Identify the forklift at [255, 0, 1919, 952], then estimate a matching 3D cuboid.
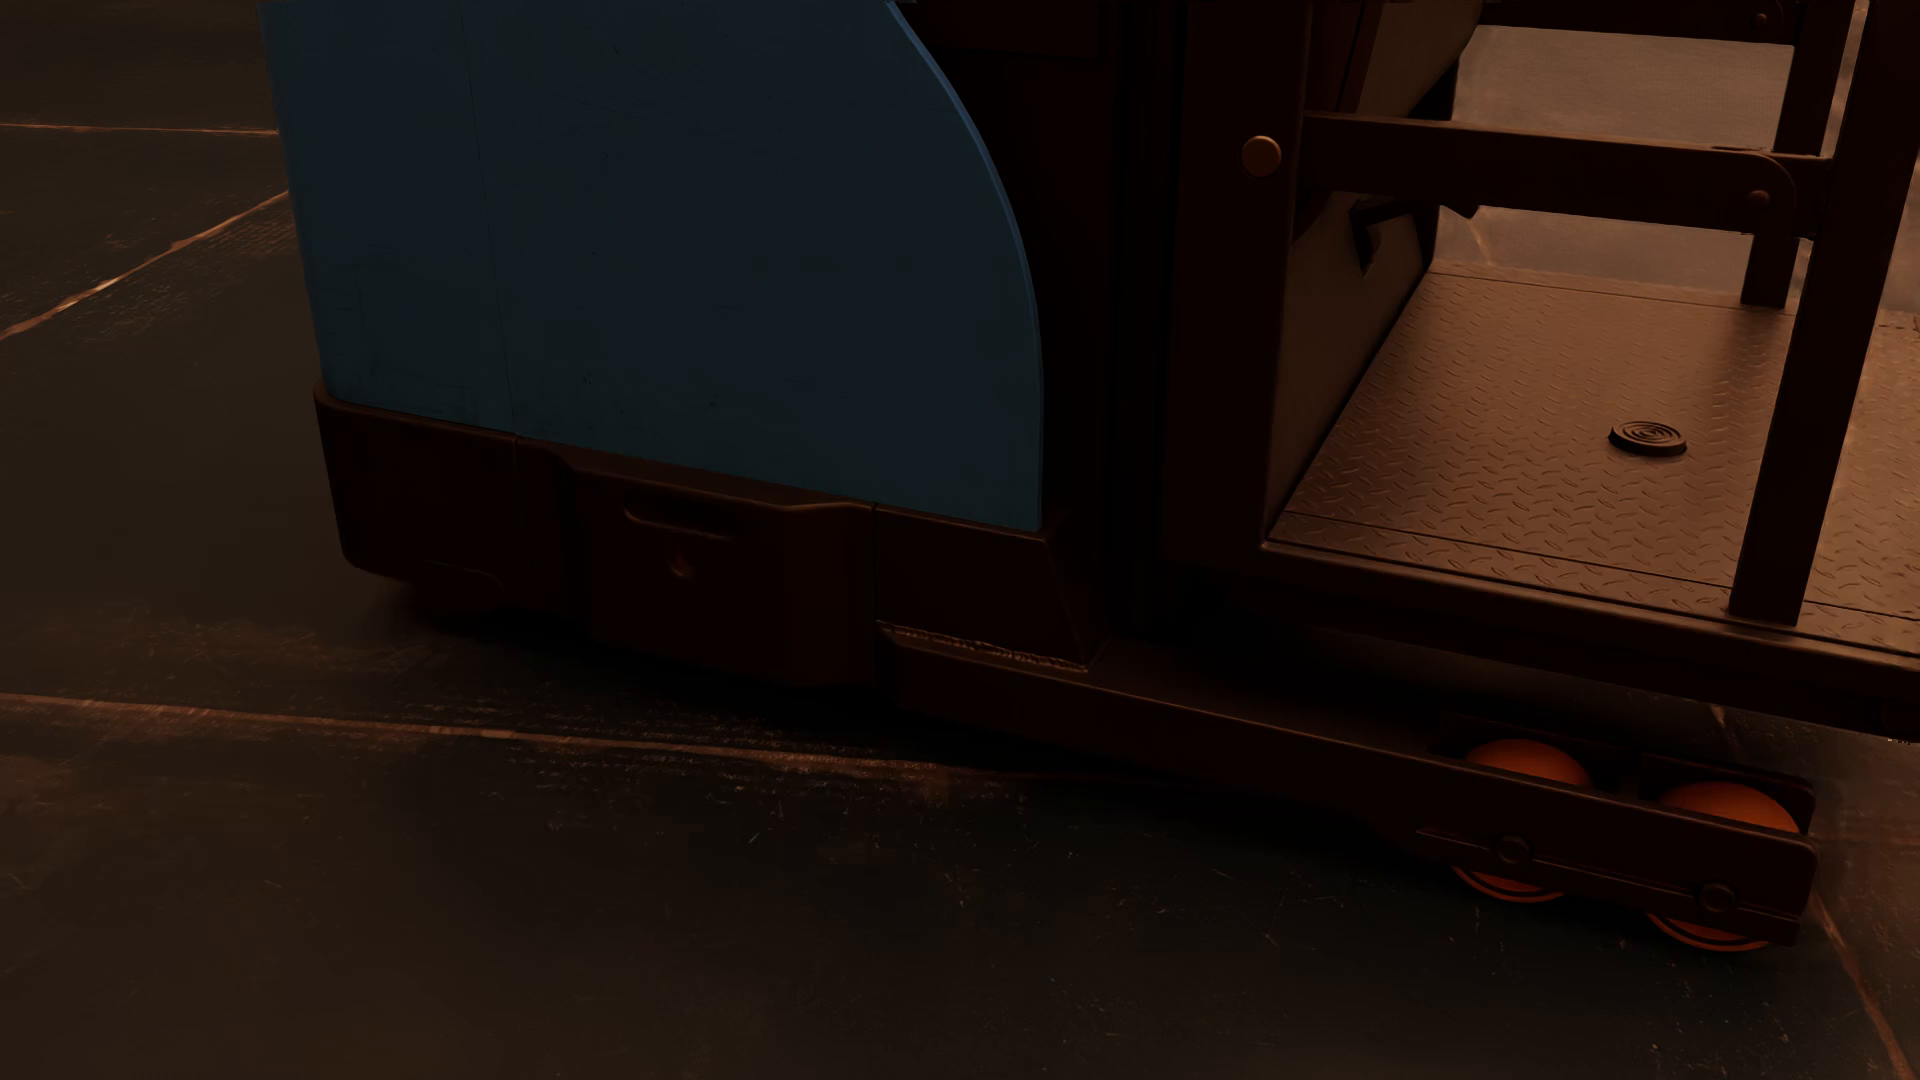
[{"bbox_3d":[0.702,-1.169,1.560,3.031,2.935,1.130,11,29,21],"label":"forklift"}]
